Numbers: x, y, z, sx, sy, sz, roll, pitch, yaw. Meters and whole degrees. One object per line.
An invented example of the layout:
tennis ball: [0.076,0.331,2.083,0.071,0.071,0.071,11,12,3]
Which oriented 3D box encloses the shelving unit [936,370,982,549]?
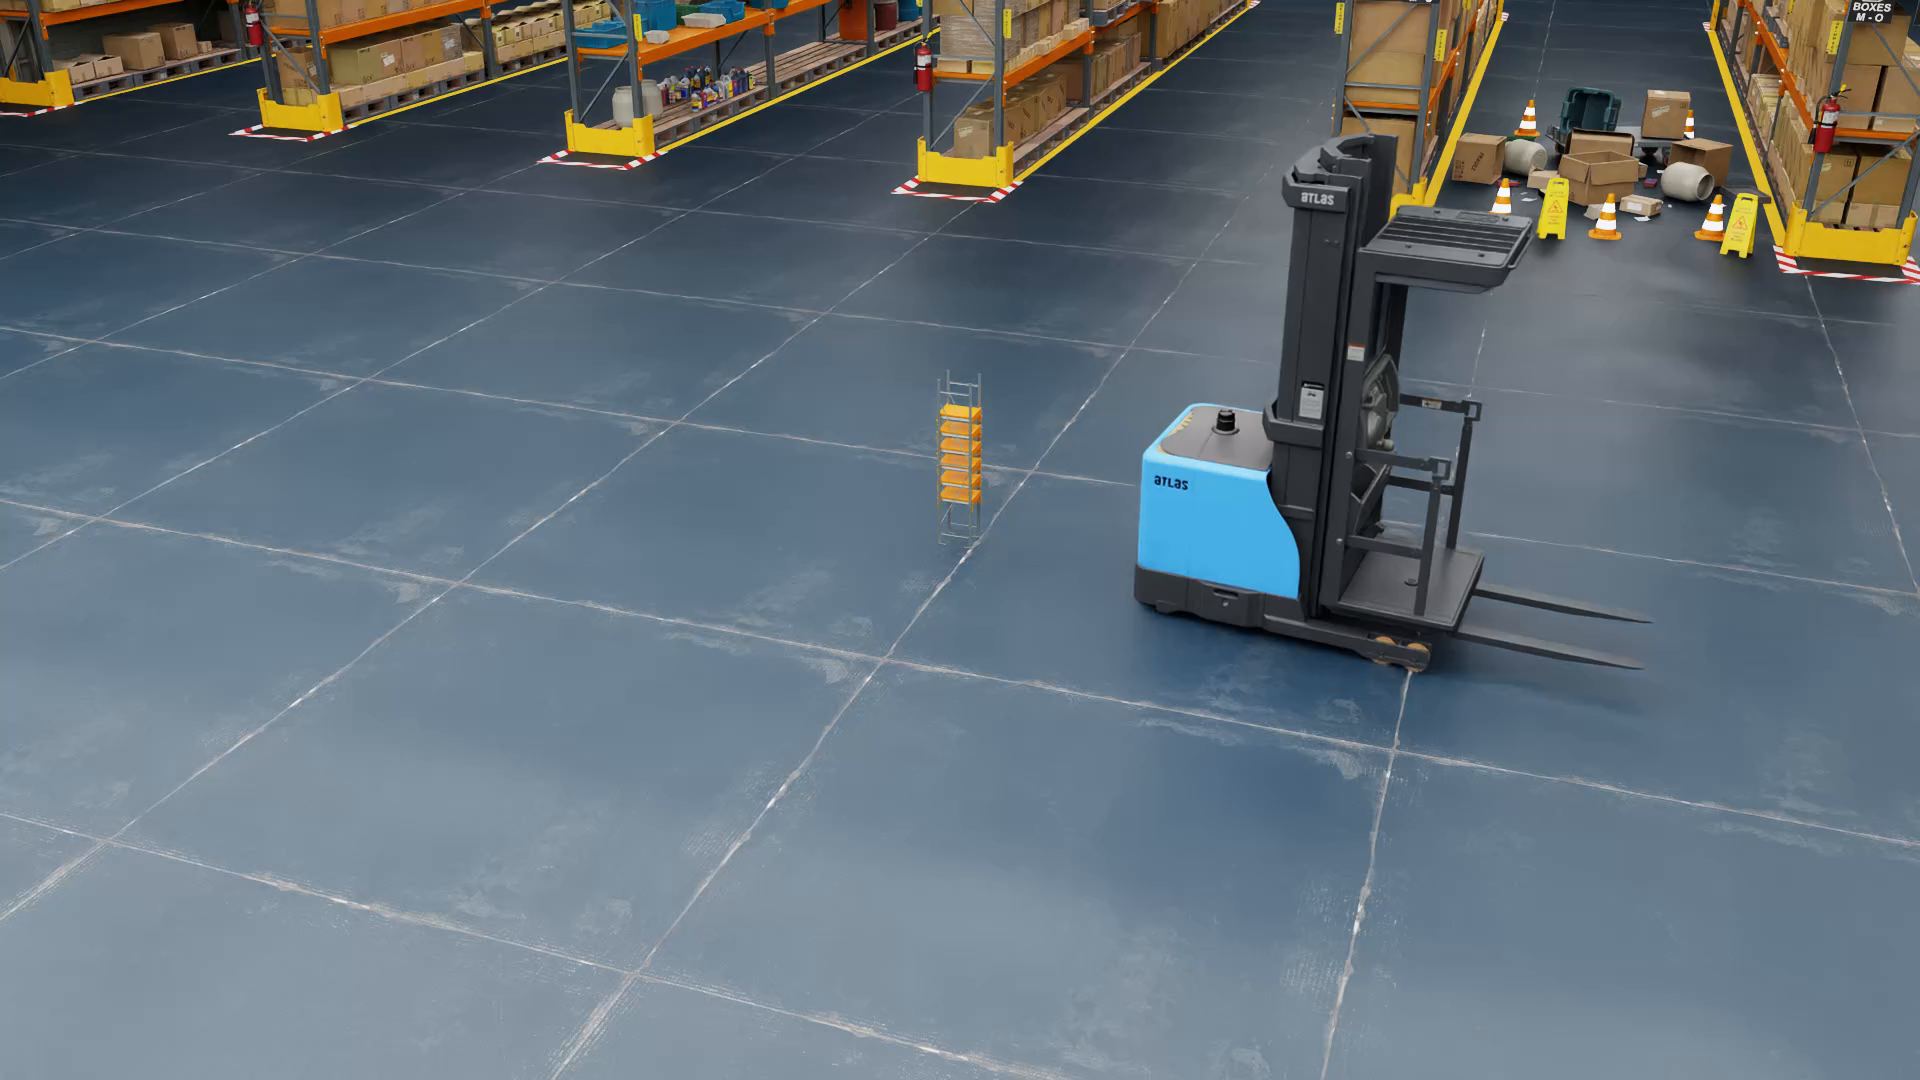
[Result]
shelving unit: [-0.005,-0.534,11.200,0.258,1.200,0.189,9,27,17]

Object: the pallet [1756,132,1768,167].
pallet: [10.975,-5.052,21.666,1.003,0.211,1.213,9,27,17]

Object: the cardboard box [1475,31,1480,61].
cardboard box: [8.154,-8.044,27.031,0.500,0.500,0.500,8,27,16]

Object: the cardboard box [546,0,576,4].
cardboard box: [-7.088,-9.538,29.760,0.500,0.311,0.500,10,27,19]

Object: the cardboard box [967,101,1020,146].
cardboard box: [0.432,-5.349,21.466,0.500,0.500,0.500,17,30,31]

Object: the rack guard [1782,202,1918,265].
rack guard: [9.412,-3.250,17.612,1.175,0.500,0.348,9,27,17]

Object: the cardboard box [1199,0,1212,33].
cardboard box: [3.841,-9.679,29.978,1.225,0.875,0.875,9,27,18]

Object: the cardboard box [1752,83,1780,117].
cardboard box: [11.613,-6.102,23.168,0.950,0.372,0.625,8,27,16]

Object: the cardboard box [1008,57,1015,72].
cardboard box: [0.462,-5.850,20.402,0.380,0.149,0.250,9,27,17]

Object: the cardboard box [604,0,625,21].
cardboard box: [-6.216,-9.725,30.481,0.500,0.500,0.500,10,28,20]

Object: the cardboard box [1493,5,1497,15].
cardboard box: [10.041,-10.134,31.751,0.380,0.149,0.250,10,27,19]

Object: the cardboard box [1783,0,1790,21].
cardboard box: [10.996,-6.993,21.538,0.500,0.500,0.500,10,27,19]

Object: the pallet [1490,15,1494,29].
pallet: [9.680,-9.980,31.844,1.003,0.211,1.213,9,27,17]

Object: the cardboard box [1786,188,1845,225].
cardboard box: [9.410,-3.676,18.297,0.500,0.250,0.500,9,27,17]

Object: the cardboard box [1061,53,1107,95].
cardboard box: [1.774,-6.940,24.728,0.700,0.500,0.500,9,27,17]

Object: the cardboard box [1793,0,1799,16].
cardboard box: [10.367,-6.467,19.784,0.700,0.500,0.500,8,27,17]

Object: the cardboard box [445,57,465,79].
cardboard box: [-8.092,-7.388,25.963,0.500,0.250,0.500,9,27,17]

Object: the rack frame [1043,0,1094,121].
rack frame: [1.372,-7.424,23.366,1.000,3.000,0.127,9,27,17]

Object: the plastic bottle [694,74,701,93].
plastic bottle: [-3.893,-6.764,24.628,0.097,0.271,0.097,0,26,0]

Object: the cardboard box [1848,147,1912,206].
cardboard box: [9.923,-3.934,17.969,0.500,0.500,0.500,8,27,16]

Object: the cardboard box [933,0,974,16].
cardboard box: [-0.009,-6.671,20.207,0.500,0.500,0.500,9,27,17]

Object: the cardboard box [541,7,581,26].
cardboard box: [-6.916,-9.038,28.727,0.500,0.311,0.500,9,27,17]

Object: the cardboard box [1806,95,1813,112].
cardboard box: [9.452,-4.748,18.126,0.380,0.149,0.250,9,27,18]

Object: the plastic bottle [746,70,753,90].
plastic bottle: [-3.147,-6.873,24.838,0.061,0.283,0.133,10,28,20]

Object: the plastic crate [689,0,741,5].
plastic crate: [-3.592,-7.918,24.456,0.767,0.338,0.504,9,27,17]

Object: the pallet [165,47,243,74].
pallet: [-12.831,-8.043,27.843,1.003,0.211,1.213,9,27,17]

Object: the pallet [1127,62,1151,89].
pallet: [2.442,-7.492,26.706,1.003,0.211,1.213,9,27,17]

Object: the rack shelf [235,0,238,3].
rack shelf: [-11.975,-10.077,29.671,1.077,0.370,4.000,9,27,17]

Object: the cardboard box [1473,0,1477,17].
cardboard box: [7.283,-7.924,24.282,0.500,0.500,0.500,9,27,17]

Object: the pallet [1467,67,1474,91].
pallet: [7.609,-7.373,26.460,1.003,0.211,1.213,9,27,17]

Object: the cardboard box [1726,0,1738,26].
cardboard box: [14.586,-9.669,30.459,0.875,0.438,0.875,8,27,16]

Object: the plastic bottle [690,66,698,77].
plastic bottle: [-3.958,-6.877,24.770,0.144,0.351,0.185,10,27,19]

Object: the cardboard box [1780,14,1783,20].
cardboard box: [11.387,-7.163,22.632,0.380,0.149,0.250,10,28,20]

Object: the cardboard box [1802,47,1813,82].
cardboard box: [9.835,-5.401,18.731,0.500,0.500,0.500,9,27,18]

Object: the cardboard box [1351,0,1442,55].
cardboard box: [4.845,-5.720,18.435,0.875,0.550,0.550,9,27,17]

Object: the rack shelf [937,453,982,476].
rack shelf: [-0.005,-0.494,11.219,0.258,0.103,0.180,9,27,17]

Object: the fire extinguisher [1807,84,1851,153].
fire extinguisher: [8.914,-4.328,17.060,0.296,0.674,0.183,9,27,17]

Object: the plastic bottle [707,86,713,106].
plastic bottle: [-3.585,-6.351,23.774,0.097,0.271,0.097,0,26,0]

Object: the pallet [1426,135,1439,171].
pallet: [5.689,-5.107,21.780,1.003,0.211,1.213,9,27,17]

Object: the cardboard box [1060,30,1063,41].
cardboard box: [1.160,-6.782,22.328,0.380,0.149,0.250,9,27,17]

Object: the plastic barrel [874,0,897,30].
plastic barrel: [-1.445,-9.558,30.057,0.600,0.588,0.708,9,27,17]

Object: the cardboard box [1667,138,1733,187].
cardboard box: [9.078,-4.620,20.440,0.500,0.500,0.500,-14,29,-27]

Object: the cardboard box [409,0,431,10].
cardboard box: [-8.450,-8.301,25.061,0.700,0.500,0.500,9,27,18]

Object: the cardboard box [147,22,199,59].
cardboard box: [-12.948,-8.220,27.372,0.500,0.500,0.500,7,27,14]

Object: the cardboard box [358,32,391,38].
cardboard box: [-8.915,-7.390,25.107,0.500,0.500,0.500,9,27,17]

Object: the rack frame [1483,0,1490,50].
rack frame: [8.678,-9.951,28.584,1.000,3.000,0.127,9,27,17]

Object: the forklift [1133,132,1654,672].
forklift: [2.660,-0.801,9.765,3.031,2.935,1.130,12,28,23]

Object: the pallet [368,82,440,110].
pallet: [-8.676,-6.784,25.242,1.003,0.211,1.213,9,27,17]

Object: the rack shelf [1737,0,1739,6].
rack shelf: [14.045,-9.773,29.042,1.077,0.370,4.000,9,27,17]

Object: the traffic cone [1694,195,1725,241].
traffic cone: [8.313,-3.566,18.307,0.336,0.463,0.334,9,27,17]

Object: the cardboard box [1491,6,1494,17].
cardboard box: [9.603,-9.728,30.572,0.380,0.149,0.250,9,27,18]

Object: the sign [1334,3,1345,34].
sign: [4.178,-5.732,18.270,0.100,0.325,0.005,9,27,17]

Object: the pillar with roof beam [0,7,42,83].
pillar with roof beam: [-10.495,-10.425,22.678,9.100,9.000,0.400,9,27,17]

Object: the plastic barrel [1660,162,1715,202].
plastic barrel: [8.646,-4.252,19.770,0.421,0.421,0.512,-14,29,-27]
